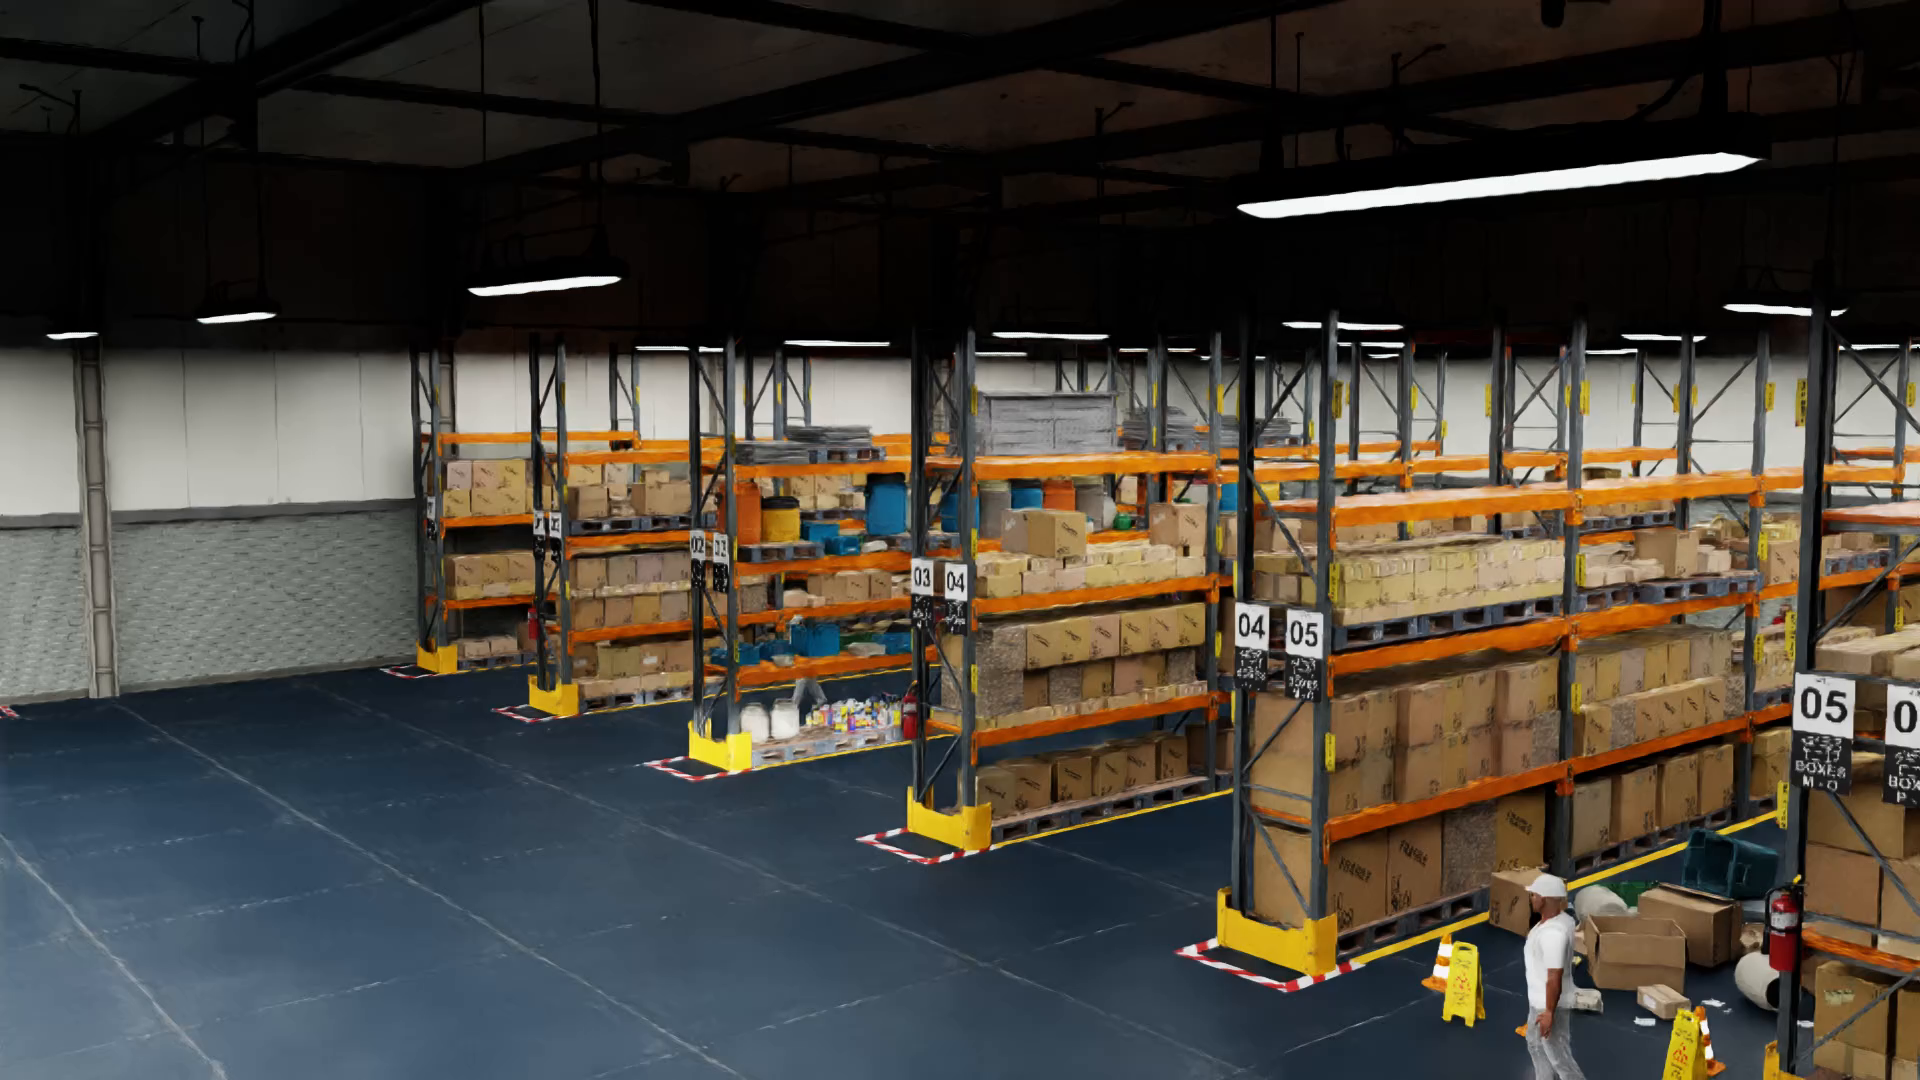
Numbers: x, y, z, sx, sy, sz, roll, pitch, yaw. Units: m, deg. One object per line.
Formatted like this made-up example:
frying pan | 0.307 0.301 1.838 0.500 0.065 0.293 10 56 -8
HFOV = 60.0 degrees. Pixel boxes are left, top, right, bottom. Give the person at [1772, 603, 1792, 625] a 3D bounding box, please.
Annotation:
person | 13.386 1.835 26.950 1.120 1.646 0.540 -5 7 -42

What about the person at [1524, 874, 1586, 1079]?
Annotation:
person | 4.196 3.223 11.650 0.542 1.758 0.646 2 6 21

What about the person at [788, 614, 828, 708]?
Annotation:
person | -2.486 1.933 26.187 1.091 1.567 0.497 -5 7 -42
